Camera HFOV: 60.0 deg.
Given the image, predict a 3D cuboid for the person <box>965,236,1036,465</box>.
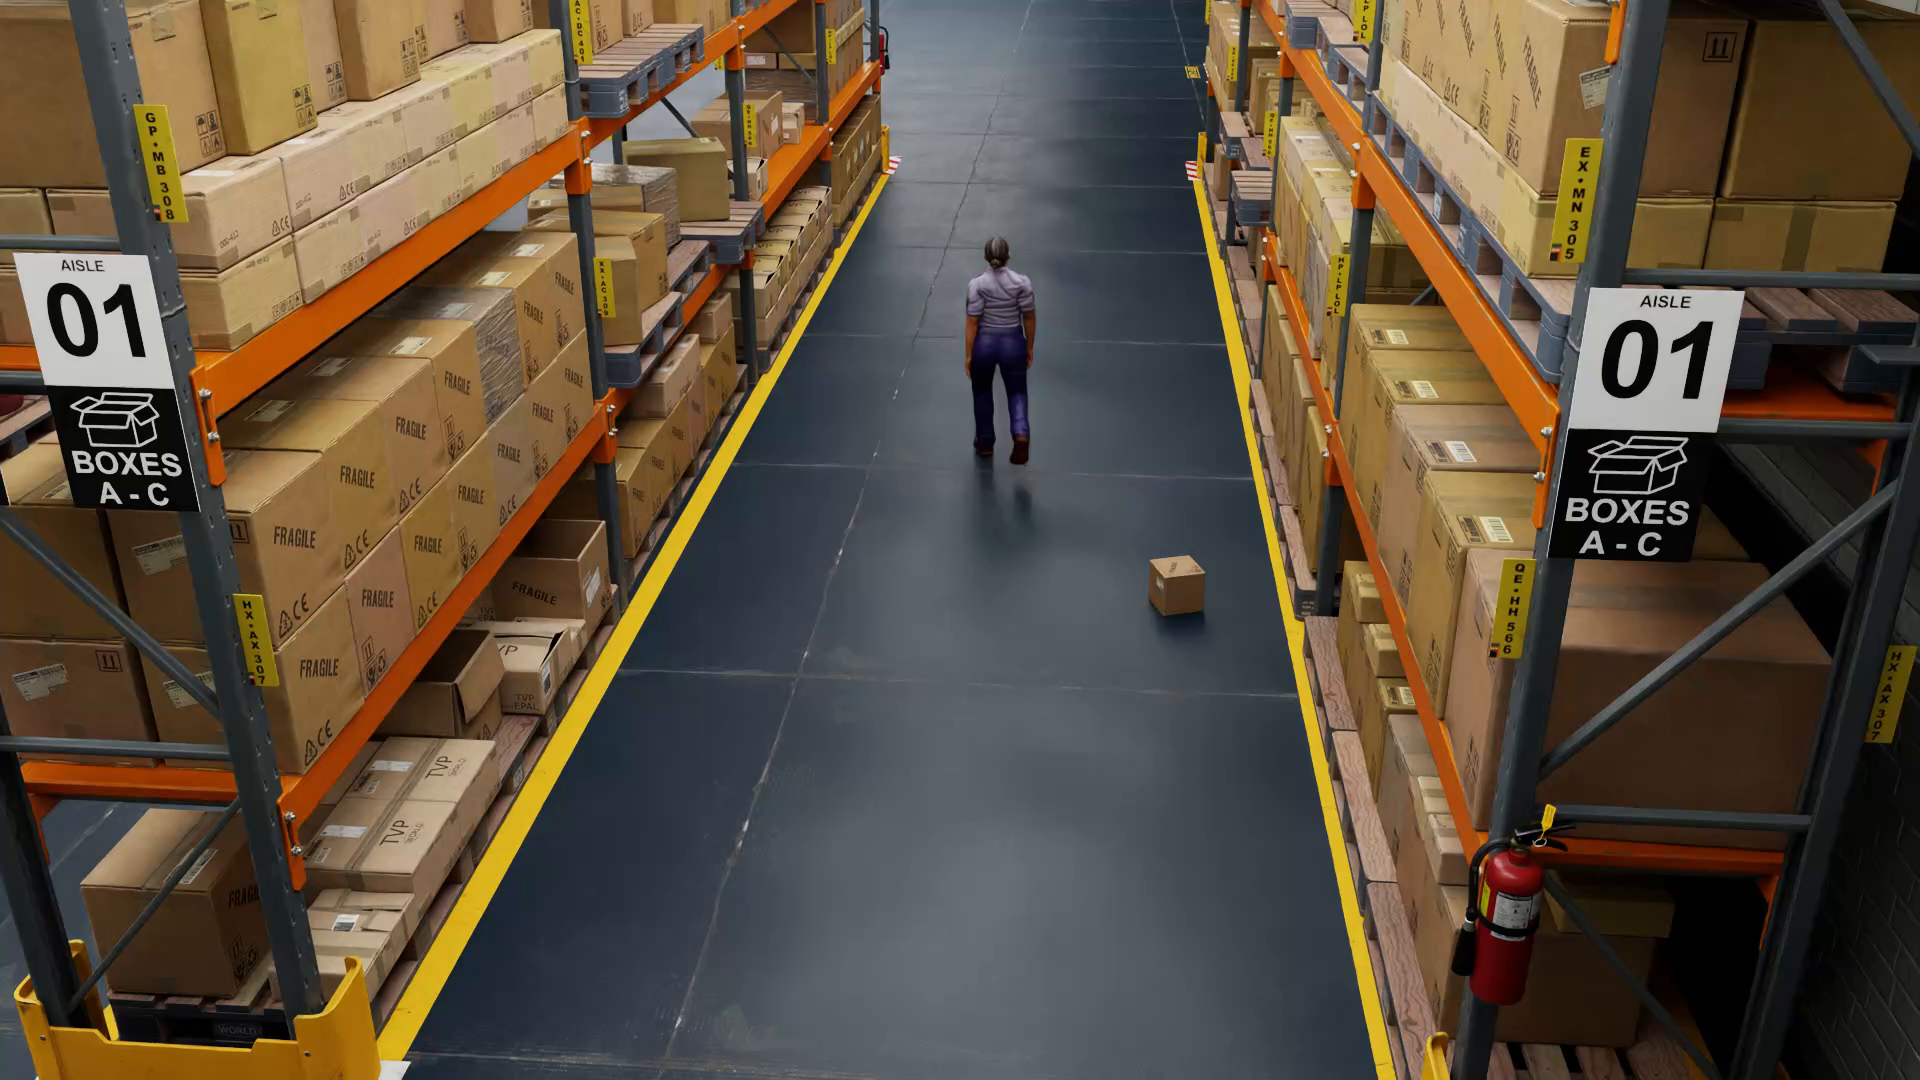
[{"bbox_3d":[0.276,-1.293,11.423,0.488,1.598,0.746,-2,25,-4],"label":"person"}]
